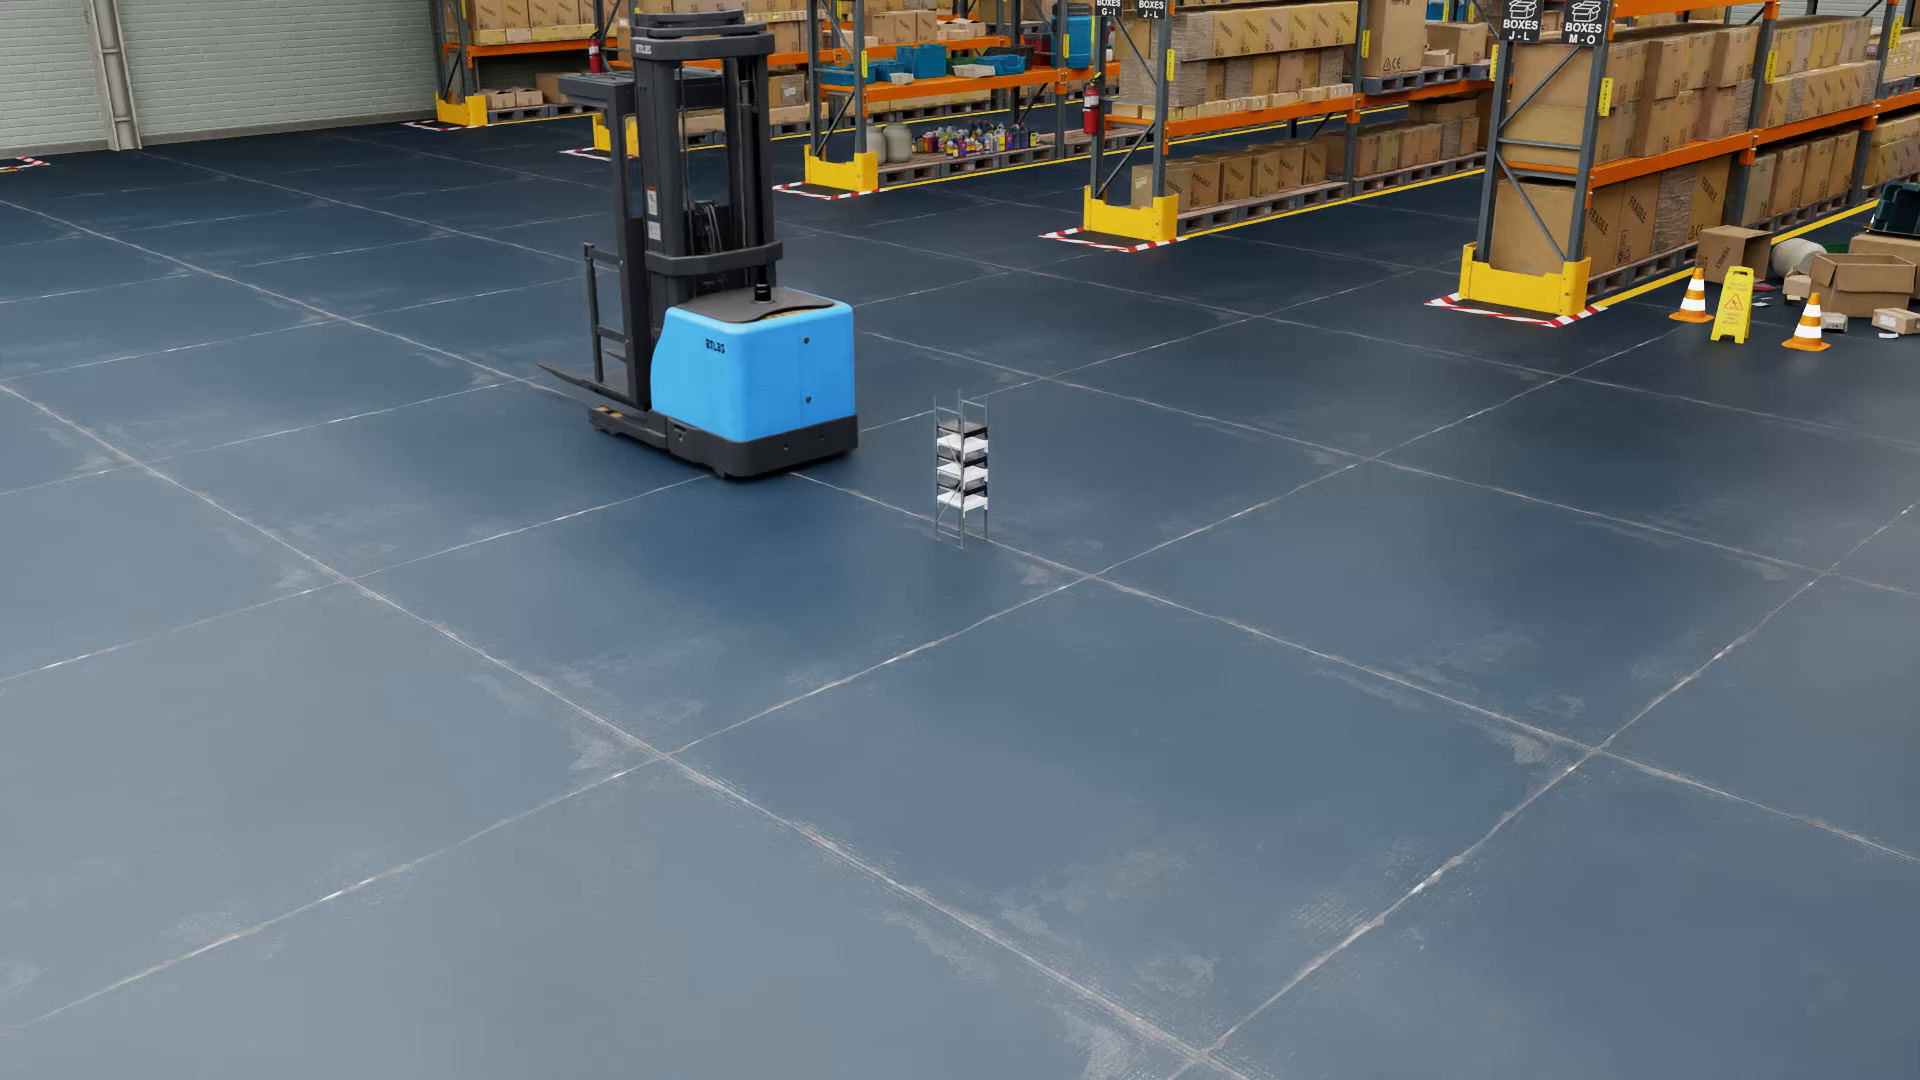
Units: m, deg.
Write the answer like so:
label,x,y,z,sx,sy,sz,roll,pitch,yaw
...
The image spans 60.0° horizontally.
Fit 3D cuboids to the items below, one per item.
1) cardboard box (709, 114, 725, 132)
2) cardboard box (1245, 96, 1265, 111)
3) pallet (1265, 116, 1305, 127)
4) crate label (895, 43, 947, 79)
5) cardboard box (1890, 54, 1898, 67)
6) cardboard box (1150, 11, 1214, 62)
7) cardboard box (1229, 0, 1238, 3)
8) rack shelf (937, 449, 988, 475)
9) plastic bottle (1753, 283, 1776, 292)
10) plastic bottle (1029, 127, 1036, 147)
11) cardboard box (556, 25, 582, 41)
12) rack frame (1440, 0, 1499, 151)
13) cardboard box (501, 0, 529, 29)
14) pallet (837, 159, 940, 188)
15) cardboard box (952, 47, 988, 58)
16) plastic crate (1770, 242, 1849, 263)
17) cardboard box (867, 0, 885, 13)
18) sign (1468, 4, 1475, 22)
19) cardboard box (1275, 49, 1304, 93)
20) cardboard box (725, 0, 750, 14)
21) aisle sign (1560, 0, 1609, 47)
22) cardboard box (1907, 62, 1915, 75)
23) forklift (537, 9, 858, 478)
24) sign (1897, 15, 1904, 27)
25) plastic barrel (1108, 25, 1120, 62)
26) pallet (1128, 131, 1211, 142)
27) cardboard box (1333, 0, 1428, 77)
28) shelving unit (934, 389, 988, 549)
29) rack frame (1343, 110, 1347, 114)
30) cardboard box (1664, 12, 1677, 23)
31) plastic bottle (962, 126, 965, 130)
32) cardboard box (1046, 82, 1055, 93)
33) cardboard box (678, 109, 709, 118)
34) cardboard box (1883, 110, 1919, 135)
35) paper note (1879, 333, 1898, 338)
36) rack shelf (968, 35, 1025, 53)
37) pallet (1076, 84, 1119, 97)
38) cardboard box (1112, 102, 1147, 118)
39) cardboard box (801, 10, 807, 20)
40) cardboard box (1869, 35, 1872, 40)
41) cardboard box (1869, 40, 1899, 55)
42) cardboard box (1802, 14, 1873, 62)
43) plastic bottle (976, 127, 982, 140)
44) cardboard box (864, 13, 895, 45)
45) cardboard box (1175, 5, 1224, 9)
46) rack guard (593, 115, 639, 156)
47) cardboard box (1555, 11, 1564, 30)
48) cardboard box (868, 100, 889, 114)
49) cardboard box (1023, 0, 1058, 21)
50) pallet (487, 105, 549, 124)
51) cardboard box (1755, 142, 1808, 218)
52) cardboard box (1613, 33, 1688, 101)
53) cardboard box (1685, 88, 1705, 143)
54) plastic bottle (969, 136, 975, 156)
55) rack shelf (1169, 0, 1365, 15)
label,x,y,z,sx,sy,sz,roll,pitch,yaw
cardboard box,-3.949,-6.678,26.516,0.500,0.250,0.500,19,28,41
cardboard box,3.403,-5.203,19.781,0.380,0.149,0.250,19,28,41
pallet,5.320,-7.465,29.203,1.003,0.211,1.213,19,28,41
crate label,-0.541,-6.742,23.386,0.502,0.435,0.616,19,28,41
cardboard box,11.650,-6.096,21.105,0.250,0.149,0.380,-18,28,-40
cardboard box,2.496,-5.671,18.700,0.500,0.500,0.500,19,28,41
cardboard box,5.507,-11.268,35.070,0.500,0.500,0.500,20,28,41
rack shelf,0.006,-0.475,9.898,0.258,0.077,0.200,19,28,41
plastic bottle,7.954,-2.516,16.535,0.283,0.061,0.133,9,23,23
plastic bottle,1.060,-5.945,24.533,0.133,0.283,0.061,-18,28,-39
cardboard box,-7.096,-9.046,29.610,0.500,0.250,0.500,20,28,41
rack frame,7.498,-7.002,24.111,1.000,3.000,0.127,19,28,41
cardboard box,-7.829,-9.126,28.773,0.500,0.500,0.500,19,28,41
pallet,-1.042,-5.122,23.107,1.003,0.211,1.213,19,28,41
cardboard box,0.237,-10.945,37.269,0.700,0.500,0.500,20,29,41
plastic crate,9.008,-3.048,17.663,0.662,0.188,0.450,-6,12,-15
cardboard box,-1.908,-11.236,34.546,0.500,0.500,0.500,19,28,40
sign,9.936,-10.241,32.309,0.100,0.325,0.005,19,28,41
cardboard box,3.699,-5.786,20.392,0.875,0.500,0.500,19,28,41
cardboard box,-3.743,-8.604,26.330,0.700,0.500,0.500,19,28,41
aisle sign,5.566,-4.798,14.754,0.394,0.787,0.004,19,28,41
cardboard box,12.184,-6.155,21.672,0.250,0.149,0.380,-19,28,-40
forklift,-2.069,-2.231,11.793,1.130,2.935,3.031,-18,27,-39
sign,13.377,-7.301,23.681,0.100,0.325,0.005,19,28,41
plastic barrel,2.495,-7.656,25.624,0.433,0.535,0.433,0,21,0
pallet,3.381,-6.751,27.343,1.003,0.211,1.213,19,28,41
cardboard box,5.362,-6.619,21.693,1.000,1.000,1.000,19,28,41
shelving unit,0.006,-0.422,9.919,0.258,0.900,0.210,19,28,41
rack frame,6.740,-9.270,30.011,1.000,3.000,0.127,19,28,41
cardboard box,11.514,-8.768,27.454,0.500,0.500,0.500,18,28,39
plastic bottle,0.022,-5.967,24.590,0.133,0.283,0.061,-19,28,-40
cardboard box,1.640,-8.830,31.738,0.500,0.500,0.500,19,28,40
cardboard box,-4.297,-6.900,26.046,0.500,0.500,0.500,19,28,41
cardboard box,12.706,-5.619,22.367,0.500,0.250,0.500,18,27,38
paper note,8.251,-1.821,14.768,0.148,0.019,0.142,9,23,23
rack shelf,1.798,-9.661,32.030,1.077,0.370,4.000,19,28,41
pallet,2.653,-8.990,33.171,1.003,0.211,1.213,19,28,41
cardboard box,1.968,-4.953,19.131,0.380,0.149,0.250,19,28,41
cardboard box,-2.598,-8.617,27.269,0.380,0.149,0.250,19,28,40
cardboard box,11.898,-6.664,22.166,0.250,0.149,0.380,-18,28,-39
cardboard box,11.628,-6.231,21.041,0.380,0.149,0.250,18,28,39
cardboard box,10.661,-6.135,20.322,0.700,0.500,0.500,19,28,40
plastic bottle,0.284,-5.974,24.626,0.097,0.271,0.097,0,21,0
cardboard box,-1.473,-8.829,28.726,0.500,0.500,0.500,-18,27,-38
cardboard box,2.819,-6.059,19.709,0.500,0.500,0.500,19,28,41
rack guard,-5.195,-6.253,25.646,1.175,0.500,0.348,19,28,41
cardboard box,8.939,-8.042,25.278,0.637,0.503,0.797,-19,28,-40
cardboard box,-1.571,-7.539,28.756,0.500,0.250,0.500,-19,28,-41
cardboard box,1.536,-10.102,31.452,0.500,0.500,0.700,-14,25,-32
pallet,-8.085,-7.583,29.508,1.003,0.211,1.213,19,28,41
cardboard box,9.235,-4.281,19.583,1.050,0.750,0.750,19,28,41
cardboard box,6.493,-4.612,16.179,0.875,0.550,0.550,19,28,41
cardboard box,7.113,-4.422,17.190,0.875,0.550,0.550,19,28,41
plastic bottle,0.165,-5.619,23.702,0.097,0.271,0.097,0,21,0
rack shelf,3.312,-6.524,19.689,1.077,0.370,4.000,19,28,41
